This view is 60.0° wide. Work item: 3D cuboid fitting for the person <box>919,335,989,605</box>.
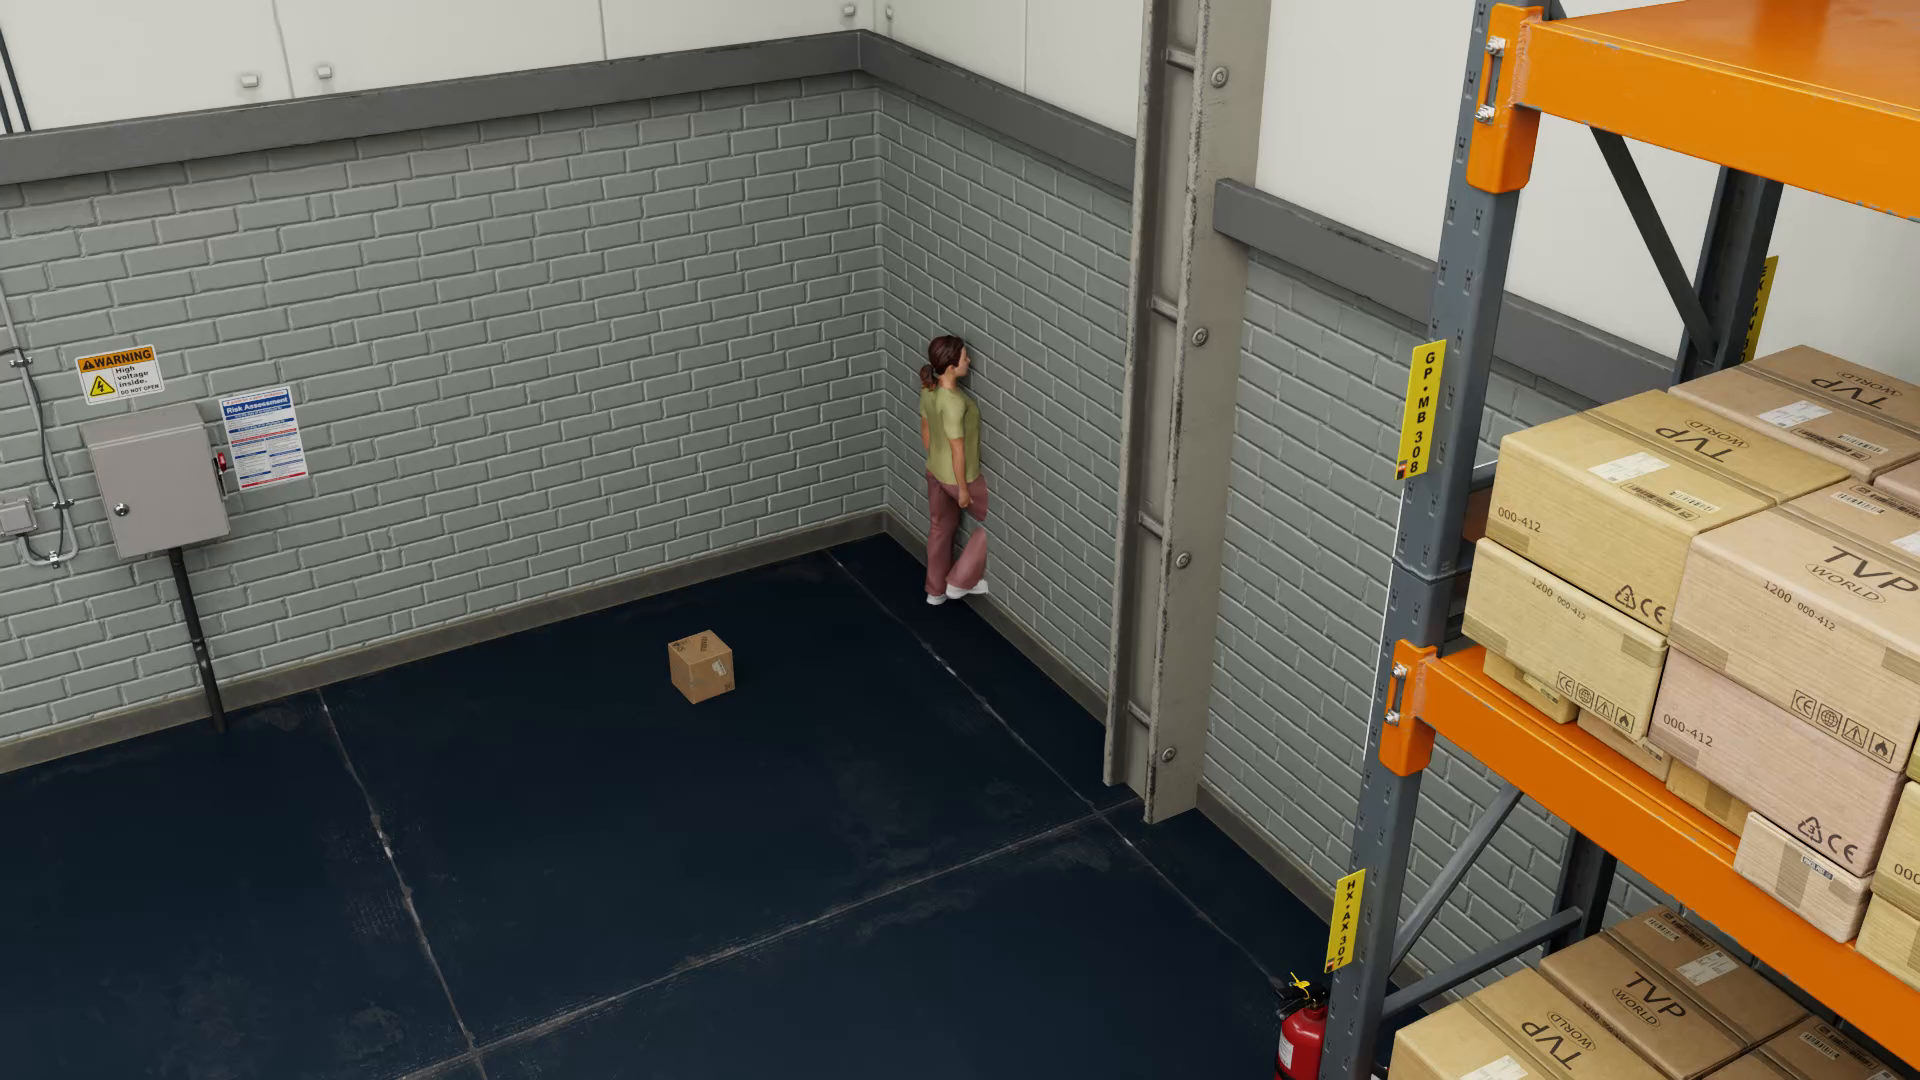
[{"bbox_3d":[0.012,-0.356,9.201,0.494,1.678,0.436,-13,32,-22],"label":"person"}]
